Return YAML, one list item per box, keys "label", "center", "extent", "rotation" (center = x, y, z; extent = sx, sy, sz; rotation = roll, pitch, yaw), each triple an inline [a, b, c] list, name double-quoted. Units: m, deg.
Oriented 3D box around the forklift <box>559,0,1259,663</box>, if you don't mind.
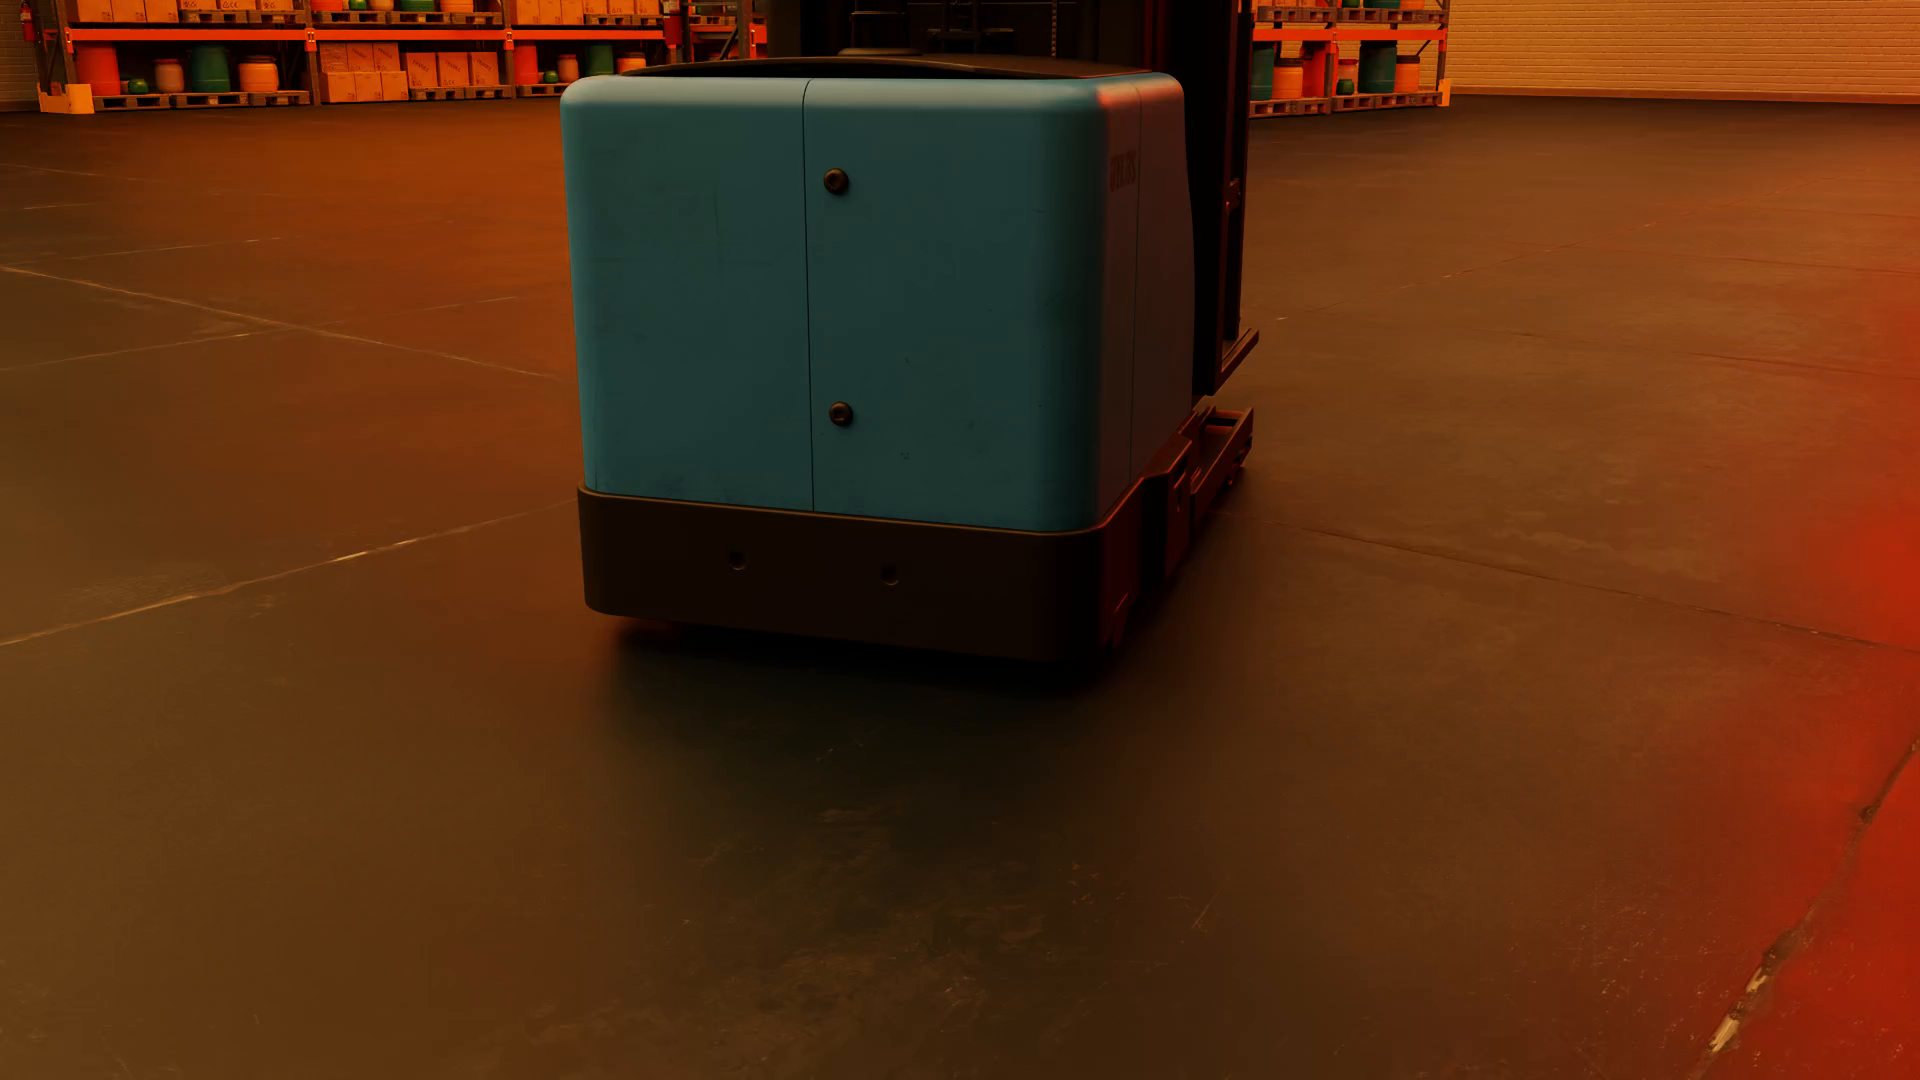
- label: "forklift"
  center: [0.182, -1.571, 4.072]
  extent: [1.130, 2.935, 3.031]
  rotation: [5, 18, 17]
